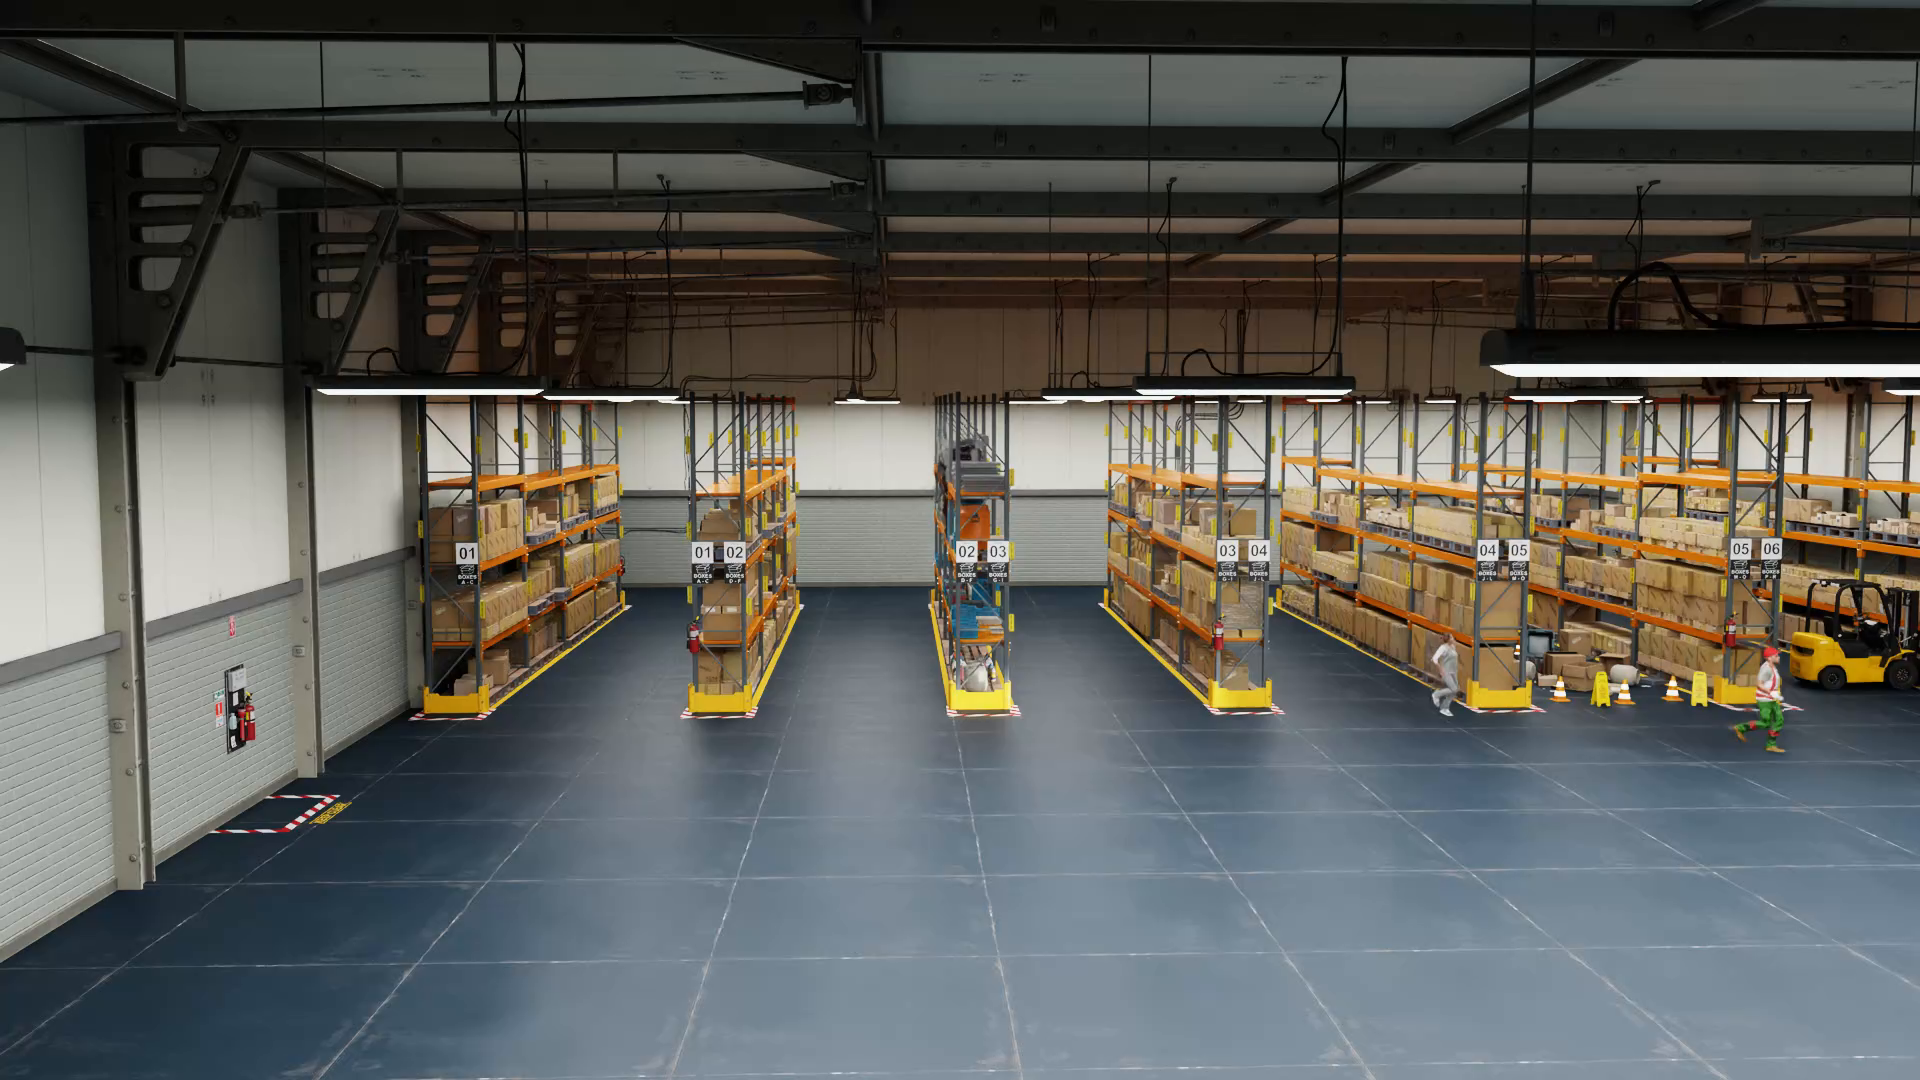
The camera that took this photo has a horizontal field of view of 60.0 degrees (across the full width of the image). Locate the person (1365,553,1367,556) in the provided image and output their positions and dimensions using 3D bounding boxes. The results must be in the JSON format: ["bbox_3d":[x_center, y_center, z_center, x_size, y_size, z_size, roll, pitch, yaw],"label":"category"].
[{"bbox_3d":[11.589,1.128,47.242,0.599,1.602,0.646,-1,5,-15],"label":"person"}]

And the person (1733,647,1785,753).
[{"bbox_3d":[13.324,2.640,27.636,0.797,1.748,0.646,4,6,38],"label":"person"}]

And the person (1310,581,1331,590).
[{"bbox_3d":[10.664,0.967,48.892,0.737,1.663,0.592,0,5,-2],"label":"person"}]

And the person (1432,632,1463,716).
[{"bbox_3d":[9.068,2.485,30.907,0.544,1.560,0.542,-4,6,-39],"label":"person"}]
